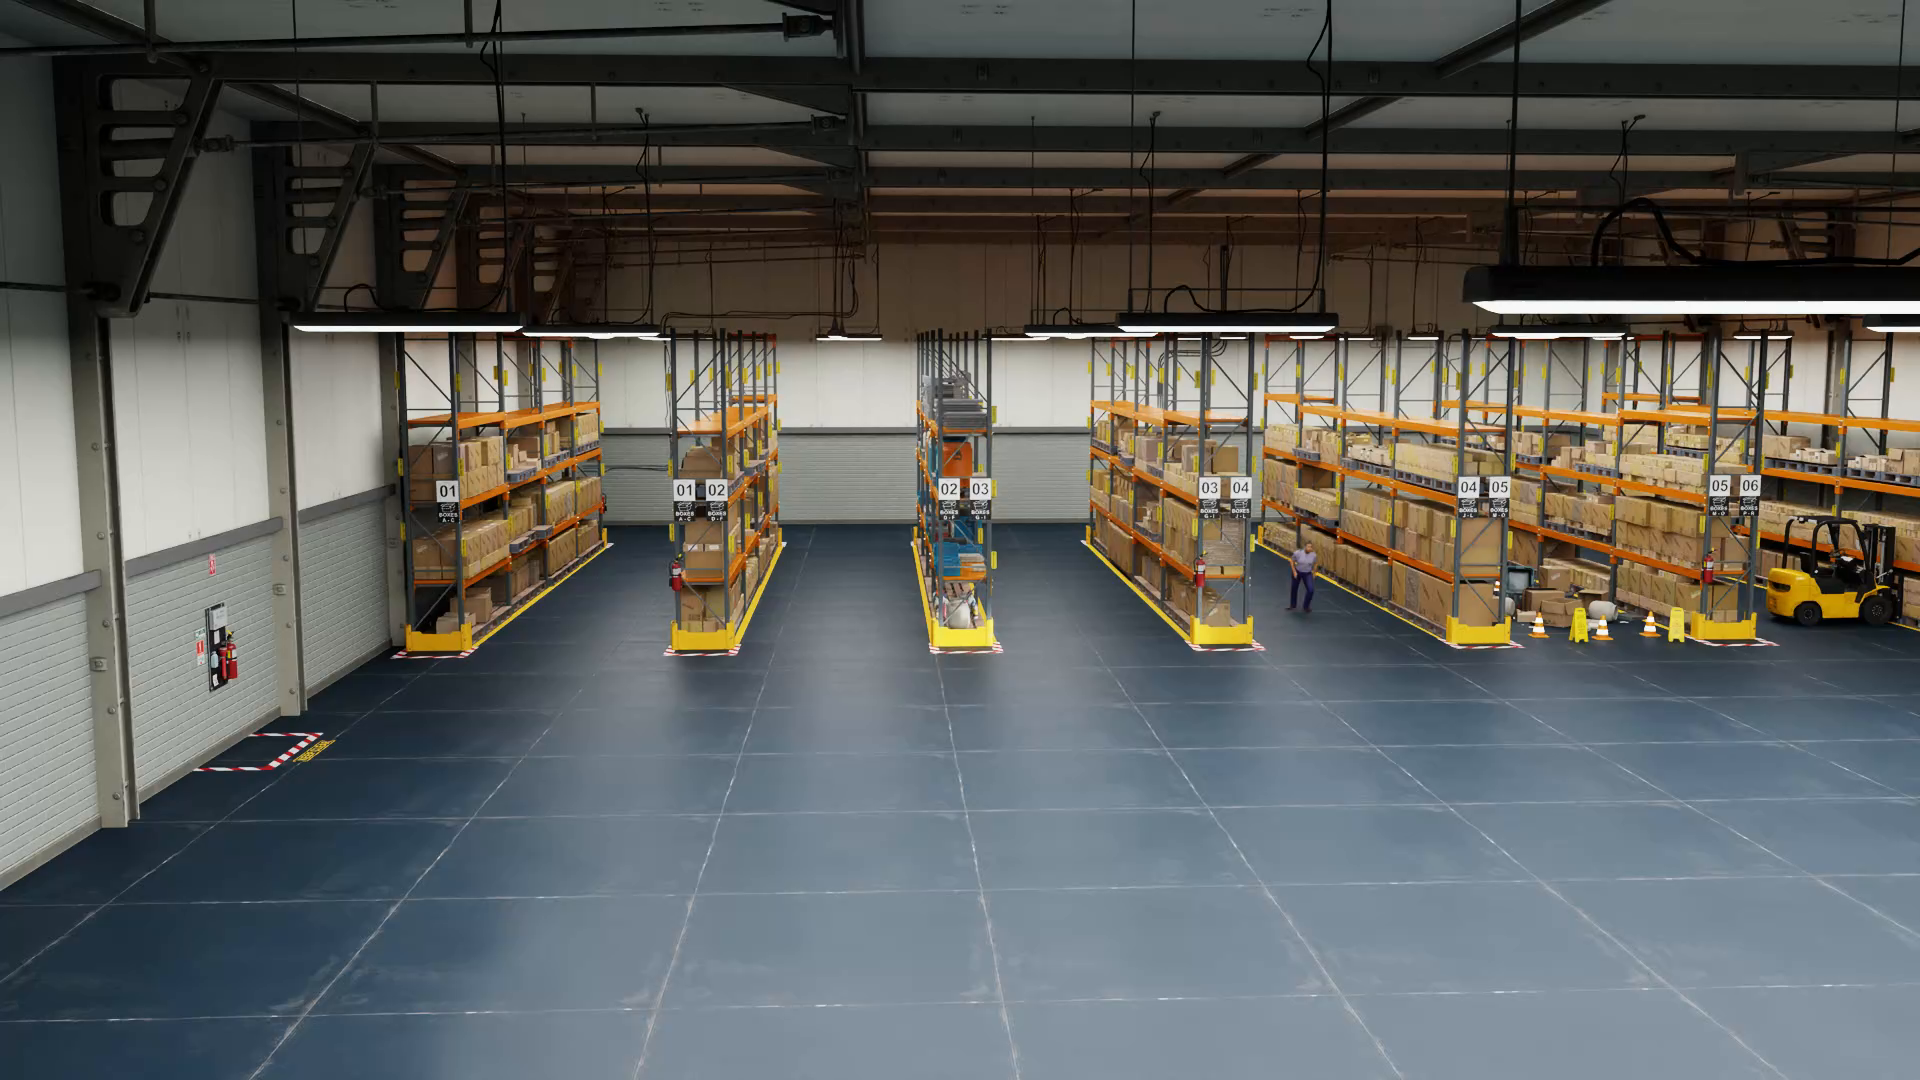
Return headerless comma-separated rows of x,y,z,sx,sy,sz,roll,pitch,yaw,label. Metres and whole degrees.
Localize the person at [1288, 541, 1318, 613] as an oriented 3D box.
7.357,0.762,35.645,0.607,1.564,0.663,1,7,4,person
